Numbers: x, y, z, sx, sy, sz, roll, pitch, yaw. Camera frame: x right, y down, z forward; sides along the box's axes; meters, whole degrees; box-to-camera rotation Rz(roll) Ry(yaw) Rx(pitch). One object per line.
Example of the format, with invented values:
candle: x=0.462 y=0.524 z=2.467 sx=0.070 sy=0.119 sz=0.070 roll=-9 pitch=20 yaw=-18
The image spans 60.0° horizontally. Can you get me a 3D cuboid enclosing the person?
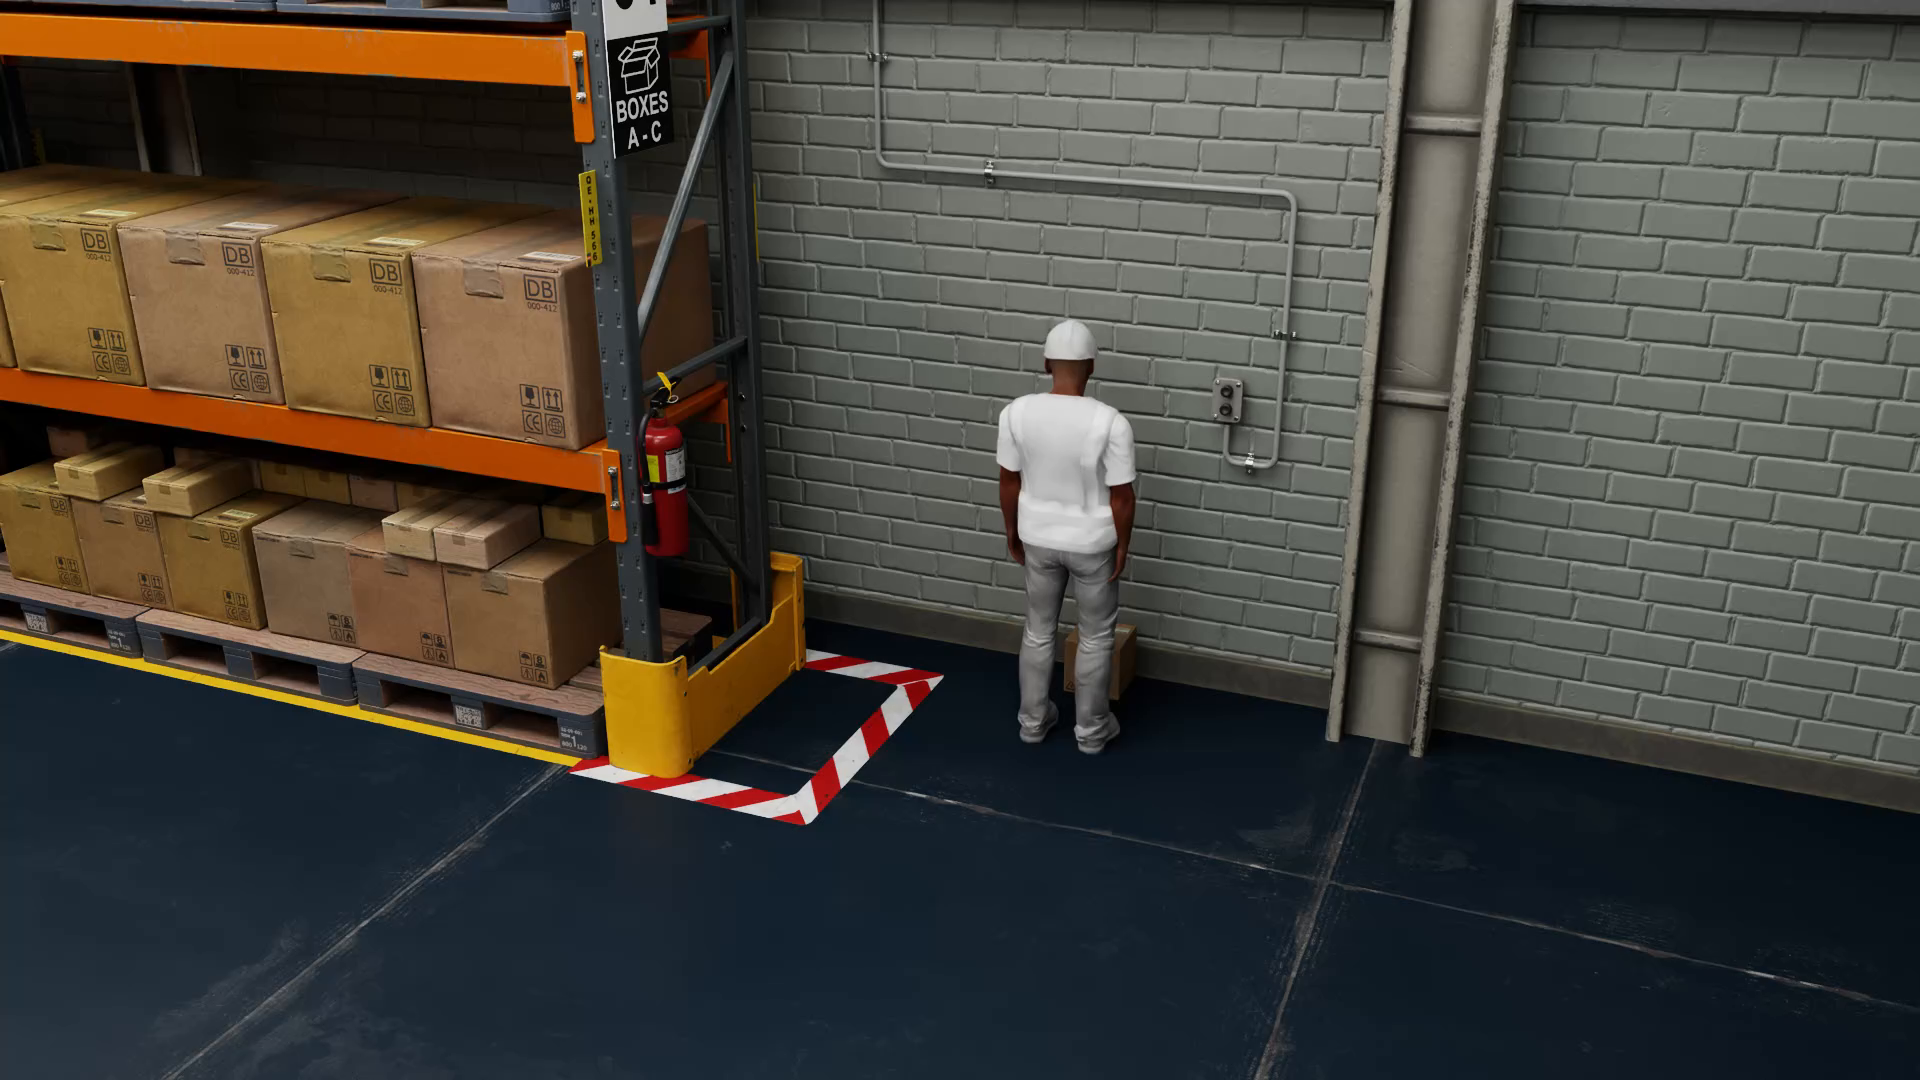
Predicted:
person: x=0.423 y=-0.008 z=6.581 sx=0.565 sy=1.763 sz=0.363 roll=9 pitch=24 yaw=21
